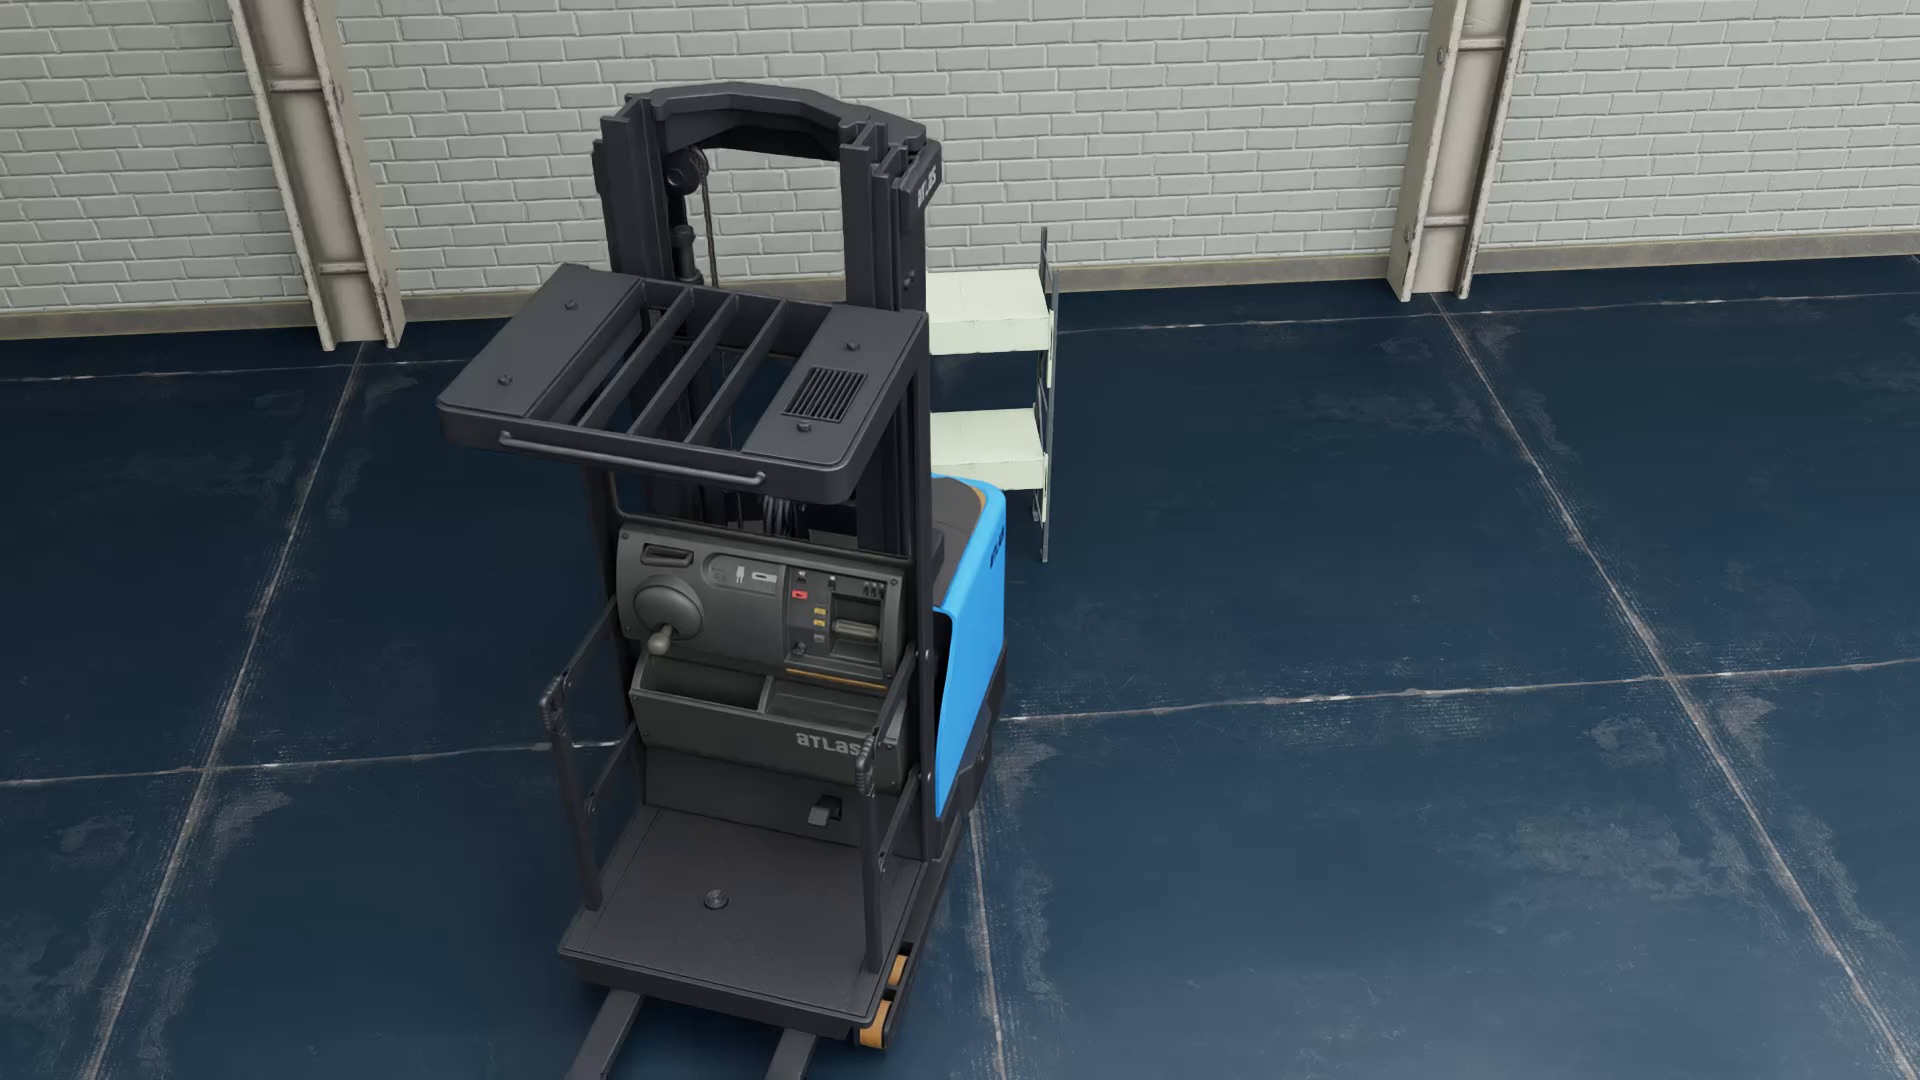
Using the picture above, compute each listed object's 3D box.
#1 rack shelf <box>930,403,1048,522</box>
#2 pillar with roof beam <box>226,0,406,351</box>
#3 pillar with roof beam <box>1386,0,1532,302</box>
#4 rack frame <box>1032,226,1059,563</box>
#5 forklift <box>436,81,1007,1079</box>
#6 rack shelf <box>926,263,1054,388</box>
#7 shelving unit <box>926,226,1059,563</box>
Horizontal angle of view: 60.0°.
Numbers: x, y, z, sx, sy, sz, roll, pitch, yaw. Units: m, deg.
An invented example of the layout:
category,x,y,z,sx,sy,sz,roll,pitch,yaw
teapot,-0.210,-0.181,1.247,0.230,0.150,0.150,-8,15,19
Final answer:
category,x,y,z,sx,sy,sz,roll,pitch,yaw
rack shelf,0.007,-0.333,7.488,0.720,0.370,0.431,-3,38,-4
pillar with roof beam,-2.903,-2.012,3.035,0.400,9.000,9.100,-3,38,-4
pillar with roof beam,3.073,-2.341,3.452,0.400,9.000,9.100,-3,38,-4
rack frame,0.371,-0.609,7.311,0.023,1.500,0.400,-3,38,-4
forklift,-0.685,0.283,5.025,1.130,2.935,3.031,9,39,12
rack shelf,0.007,-0.896,7.044,0.720,0.370,0.431,-3,38,-4
shelving unit,0.007,-0.589,7.286,0.755,1.500,0.431,-3,38,-4
